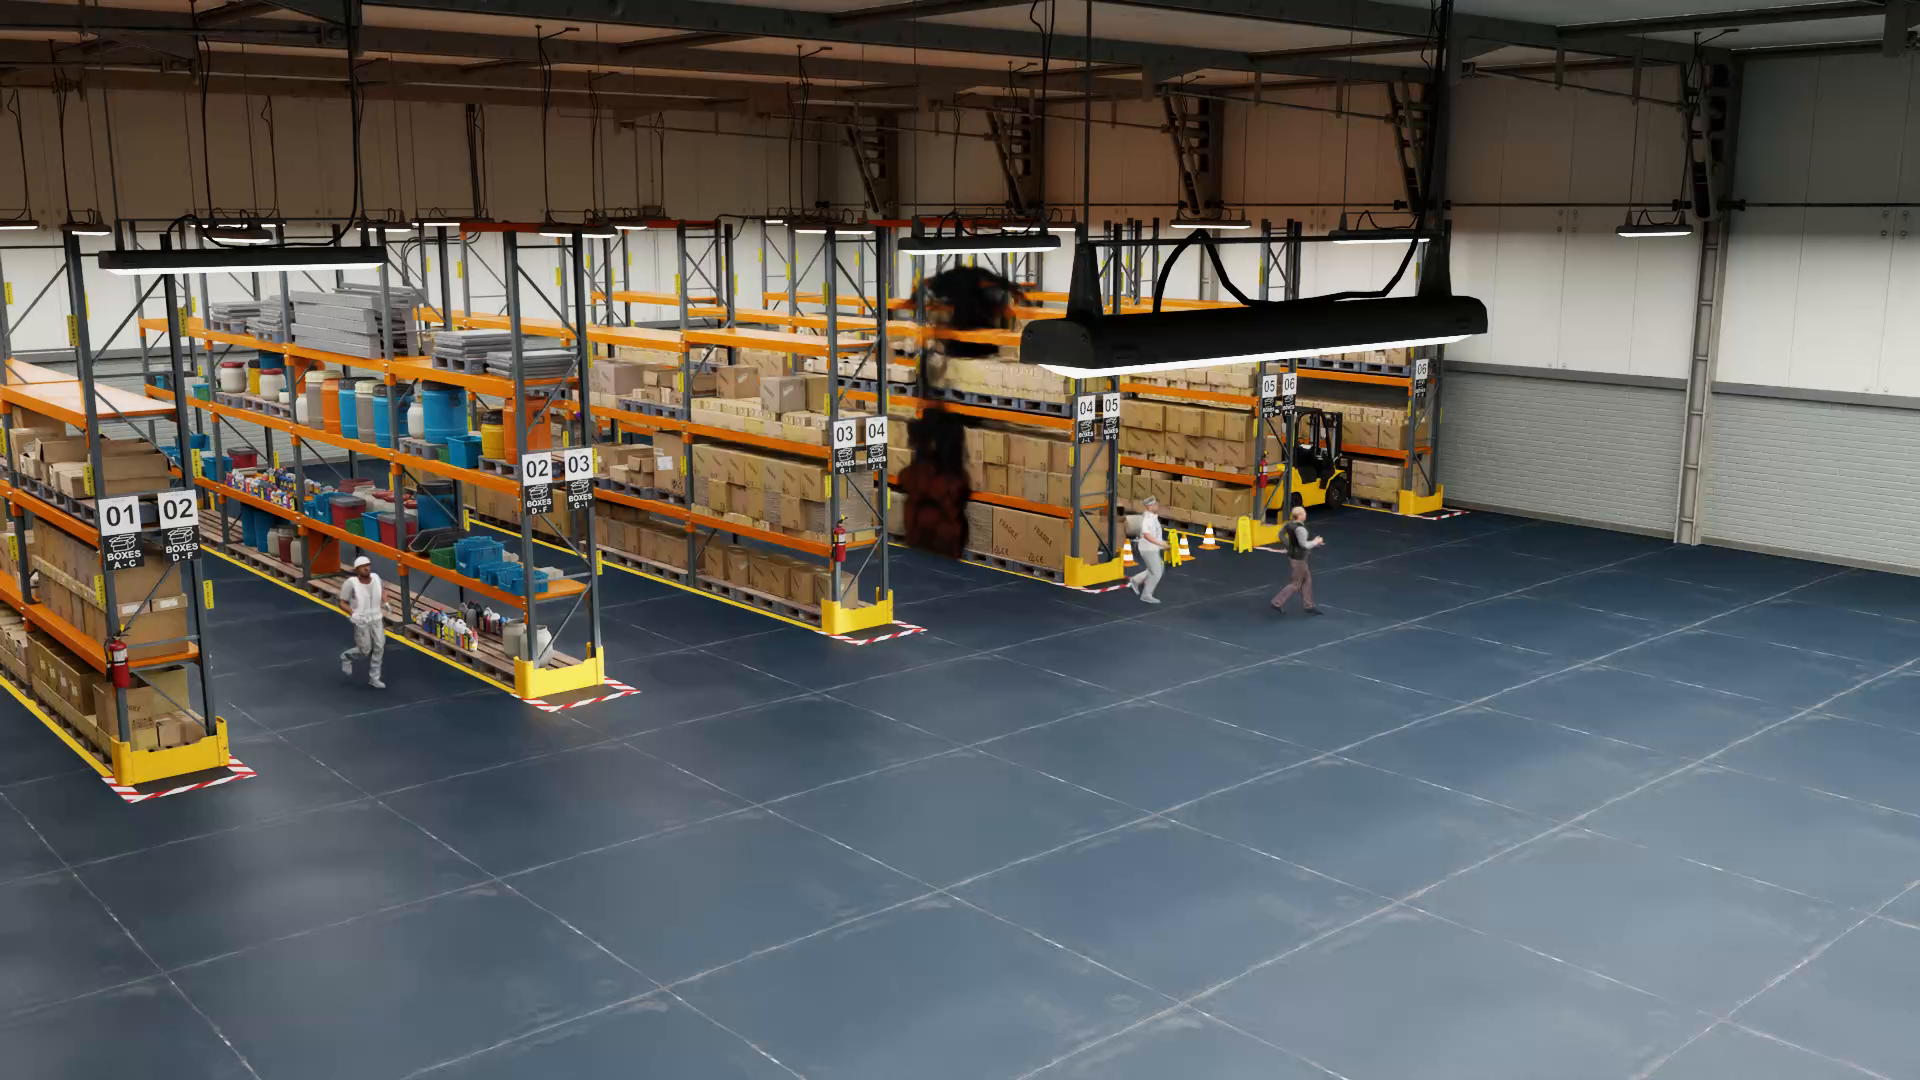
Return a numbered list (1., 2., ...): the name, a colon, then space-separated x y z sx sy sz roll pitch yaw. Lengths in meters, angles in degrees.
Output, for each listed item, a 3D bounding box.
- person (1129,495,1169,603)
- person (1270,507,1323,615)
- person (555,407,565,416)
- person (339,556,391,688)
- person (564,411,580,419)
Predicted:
1. person: 3.056 0.140 26.847 0.634 1.761 0.719 1 11 5
2. person: 5.237 0.338 25.713 0.881 1.738 0.651 -1 11 -3
3. person: -9.616 -2.434 39.762 0.682 1.695 0.622 3 12 16
4. person: -7.944 1.072 22.189 0.742 1.763 0.666 9 15 39
5. person: -9.482 -2.635 40.727 0.855 1.728 0.745 9 14 37
